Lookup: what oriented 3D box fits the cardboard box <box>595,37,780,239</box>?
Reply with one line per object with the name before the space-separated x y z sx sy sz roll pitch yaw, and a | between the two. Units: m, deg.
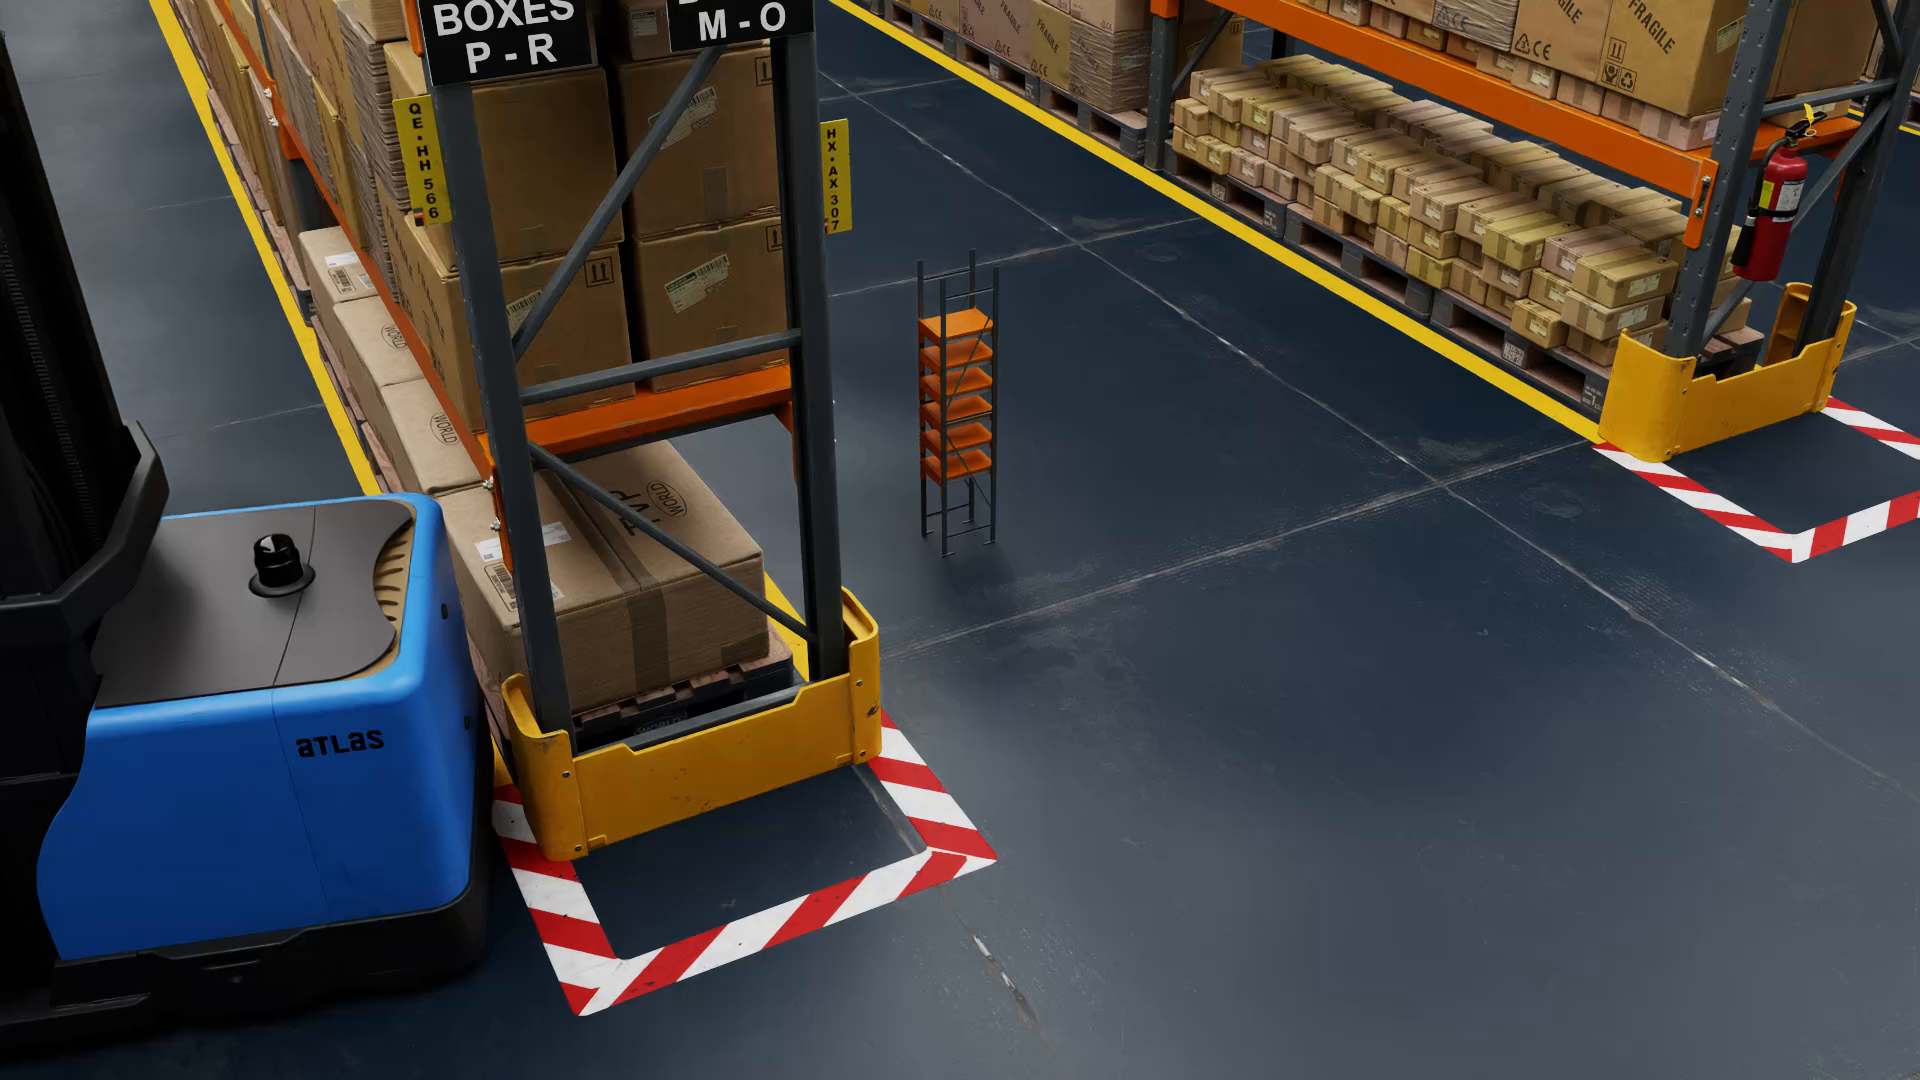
cardboard box | -0.821 -1.250 4.901 0.500 0.500 0.500 -17 36 -24

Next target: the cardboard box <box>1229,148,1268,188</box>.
cardboard box | 1.789 -2.177 9.621 0.380 0.149 0.250 -16 36 -23

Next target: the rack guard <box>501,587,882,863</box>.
rack guard | -0.838 0.578 5.384 1.175 0.500 0.348 -16 36 -23

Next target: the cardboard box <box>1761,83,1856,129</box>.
cardboard box | 3.621 -1.910 7.184 0.380 0.149 0.250 -16 36 -23

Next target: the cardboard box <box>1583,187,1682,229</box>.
cardboard box | 3.300 -1.595 8.162 0.380 0.149 0.250 -16 36 -23

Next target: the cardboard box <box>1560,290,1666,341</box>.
cardboard box | 2.984 -1.061 7.603 0.380 0.149 0.250 -17 36 -24

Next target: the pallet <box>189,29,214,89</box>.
pallet | -4.943 -3.503 12.022 1.003 0.211 1.213 -16 36 -23

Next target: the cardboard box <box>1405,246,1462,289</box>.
cardboard box | 2.495 -1.420 8.439 0.380 0.149 0.250 -18 37 -25

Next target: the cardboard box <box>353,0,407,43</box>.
cardboard box | -1.528 -1.560 4.784 0.380 0.149 0.250 -16 36 -24

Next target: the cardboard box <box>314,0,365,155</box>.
cardboard box | -1.782 -1.598 5.444 0.500 0.500 0.500 -16 36 -23

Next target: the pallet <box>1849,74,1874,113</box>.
pallet | 6.338 -3.331 11.753 1.003 0.211 1.213 -16 36 -23

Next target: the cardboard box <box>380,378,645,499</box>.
cardboard box | -1.680 -0.308 6.437 0.875 0.438 0.875 -15 36 -22

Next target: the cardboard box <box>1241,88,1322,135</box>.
cardboard box | 1.832 -2.444 9.486 0.380 0.149 0.250 -16 36 -24

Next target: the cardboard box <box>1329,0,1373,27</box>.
cardboard box | 2.117 -2.749 8.493 0.380 0.149 0.250 -14 35 -21

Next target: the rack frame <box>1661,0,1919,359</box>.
rack frame | 3.482 -1.779 6.747 1.000 3.000 0.127 -16 36 -23

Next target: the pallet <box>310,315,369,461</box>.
pallet | -2.429 -0.838 7.863 1.003 0.211 1.213 -16 36 -23

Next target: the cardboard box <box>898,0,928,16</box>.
cardboard box | -0.143 -4.320 12.640 0.500 0.500 0.500 -17 37 -25

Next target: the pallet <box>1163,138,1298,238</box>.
pallet | 1.962 -2.202 9.992 1.003 0.211 1.213 -16 36 -23

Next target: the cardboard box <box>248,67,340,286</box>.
cardboard box | -3.074 -1.953 8.598 0.875 0.875 0.875 -15 35 -22

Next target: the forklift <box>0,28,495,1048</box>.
forklift | -2.938 -0.072 4.146 3.031 2.935 1.130 -6 33 -10

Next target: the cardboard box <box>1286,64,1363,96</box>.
cardboard box | 2.168 -2.699 9.884 0.380 0.149 0.250 -15 36 -23

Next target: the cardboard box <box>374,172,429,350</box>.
cardboard box | -1.529 -0.935 5.336 0.500 0.500 0.500 -17 36 -24

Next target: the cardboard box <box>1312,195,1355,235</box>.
cardboard box | 2.144 -1.801 9.034 0.380 0.149 0.250 -17 36 -24

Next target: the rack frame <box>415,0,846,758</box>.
rack frame | -0.850 -0.486 4.728 1.000 3.000 0.127 -16 36 -23

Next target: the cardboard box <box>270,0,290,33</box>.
cardboard box | -2.477 -2.327 6.582 0.500 0.500 0.500 -16 36 -24

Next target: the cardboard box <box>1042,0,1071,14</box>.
cardboard box | 0.819 -3.669 10.929 0.500 0.250 0.500 -14 35 -21

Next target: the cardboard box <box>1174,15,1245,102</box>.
cardboard box | 1.507 -3.232 10.942 0.500 0.500 0.500 -14 35 -21

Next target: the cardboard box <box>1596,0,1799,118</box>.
cardboard box | 3.045 -2.096 6.873 0.500 0.500 0.500 -15 36 -22

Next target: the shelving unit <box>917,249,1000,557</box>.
shelving unit | -0.007 -0.512 6.437 0.258 1.200 0.189 -16 36 -23

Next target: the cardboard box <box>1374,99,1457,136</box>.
cardboard box | 2.550 -2.332 9.312 0.380 0.149 0.250 -18 37 -25

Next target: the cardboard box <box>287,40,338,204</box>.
cardboard box | -2.270 -1.667 6.479 0.500 0.500 0.500 -16 36 -23

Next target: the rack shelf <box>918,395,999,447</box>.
rack shelf | -0.007 -0.475 6.461 0.258 0.103 0.180 -16 36 -23

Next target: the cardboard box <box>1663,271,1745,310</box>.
cardboard box | 3.465 -1.196 7.813 0.380 0.149 0.250 -14 35 -21

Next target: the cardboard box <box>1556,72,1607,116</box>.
cardboard box | 2.867 -2.002 7.327 0.380 0.149 0.250 -16 36 -24

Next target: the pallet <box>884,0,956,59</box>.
pallet | 0.115 -4.050 12.875 1.003 0.211 1.213 -16 36 -23

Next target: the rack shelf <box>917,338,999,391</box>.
rack shelf | -0.007 -0.677 6.332 0.258 0.103 0.180 -16 36 -23

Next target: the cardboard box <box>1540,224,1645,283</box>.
cardboard box | 2.945 -1.329 7.746 0.380 0.149 0.250 -15 36 -22

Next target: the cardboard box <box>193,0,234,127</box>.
cardboard box | -4.331 -3.235 10.600 0.875 0.875 0.875 -16 36 -24

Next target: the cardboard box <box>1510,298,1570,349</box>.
cardboard box | 2.843 -1.052 7.864 0.380 0.149 0.250 -15 35 -22

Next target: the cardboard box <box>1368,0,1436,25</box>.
cardboard box | 2.341 -2.823 8.008 0.500 0.500 0.500 -14 35 -21

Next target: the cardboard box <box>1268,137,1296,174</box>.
cardboard box | 1.969 -2.201 9.383 0.380 0.149 0.250 -18 37 -25

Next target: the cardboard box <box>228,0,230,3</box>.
cardboard box | -3.602 -2.971 8.746 0.500 0.250 0.500 -17 36 -24

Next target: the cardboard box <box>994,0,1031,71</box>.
cardboard box | 0.575 -3.593 11.506 0.500 0.500 0.500 -17 36 -24

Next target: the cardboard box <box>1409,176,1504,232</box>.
cardboard box | 2.473 -1.675 8.285 0.380 0.149 0.250 -15 35 -21

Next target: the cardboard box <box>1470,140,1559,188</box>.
cardboard box | 2.908 -1.965 8.738 0.380 0.149 0.250 -15 36 -22

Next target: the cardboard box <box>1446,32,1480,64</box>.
cardboard box | 2.558 -2.395 7.940 0.380 0.149 0.250 -17 37 -25

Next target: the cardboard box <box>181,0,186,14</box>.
cardboard box | -5.534 -4.360 12.821 0.950 0.372 0.625 -15 35 -22

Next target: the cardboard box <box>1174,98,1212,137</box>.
cardboard box | 1.503 -2.536 9.906 0.380 0.149 0.250 -14 35 -21

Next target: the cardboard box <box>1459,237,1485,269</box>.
cardboard box | 2.706 -1.463 8.230 0.380 0.149 0.250 -16 36 -24

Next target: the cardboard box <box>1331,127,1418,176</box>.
cardboard box | 2.220 -2.074 8.908 0.380 0.149 0.250 -17 37 -25

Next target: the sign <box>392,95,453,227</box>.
sign | -1.336 -0.943 4.149 0.100 0.325 0.005 -16 36 -23

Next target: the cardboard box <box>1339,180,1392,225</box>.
cardboard box | 2.231 -1.804 8.763 0.380 0.149 0.250 -15 36 -23

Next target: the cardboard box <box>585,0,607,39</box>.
cardboard box | -0.955 -1.568 4.797 0.380 0.149 0.250 -15 36 -22

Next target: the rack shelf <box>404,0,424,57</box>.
rack shelf | -1.782 -2.401 5.603 1.077 0.370 4.000 -16 36 -23

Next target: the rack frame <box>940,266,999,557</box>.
rack frame | 0.036 -0.468 6.369 0.240 1.200 0.006 -16 36 -23

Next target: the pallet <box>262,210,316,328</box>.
pallet | -3.141 -1.570 9.005 1.003 0.211 1.213 -16 36 -23
